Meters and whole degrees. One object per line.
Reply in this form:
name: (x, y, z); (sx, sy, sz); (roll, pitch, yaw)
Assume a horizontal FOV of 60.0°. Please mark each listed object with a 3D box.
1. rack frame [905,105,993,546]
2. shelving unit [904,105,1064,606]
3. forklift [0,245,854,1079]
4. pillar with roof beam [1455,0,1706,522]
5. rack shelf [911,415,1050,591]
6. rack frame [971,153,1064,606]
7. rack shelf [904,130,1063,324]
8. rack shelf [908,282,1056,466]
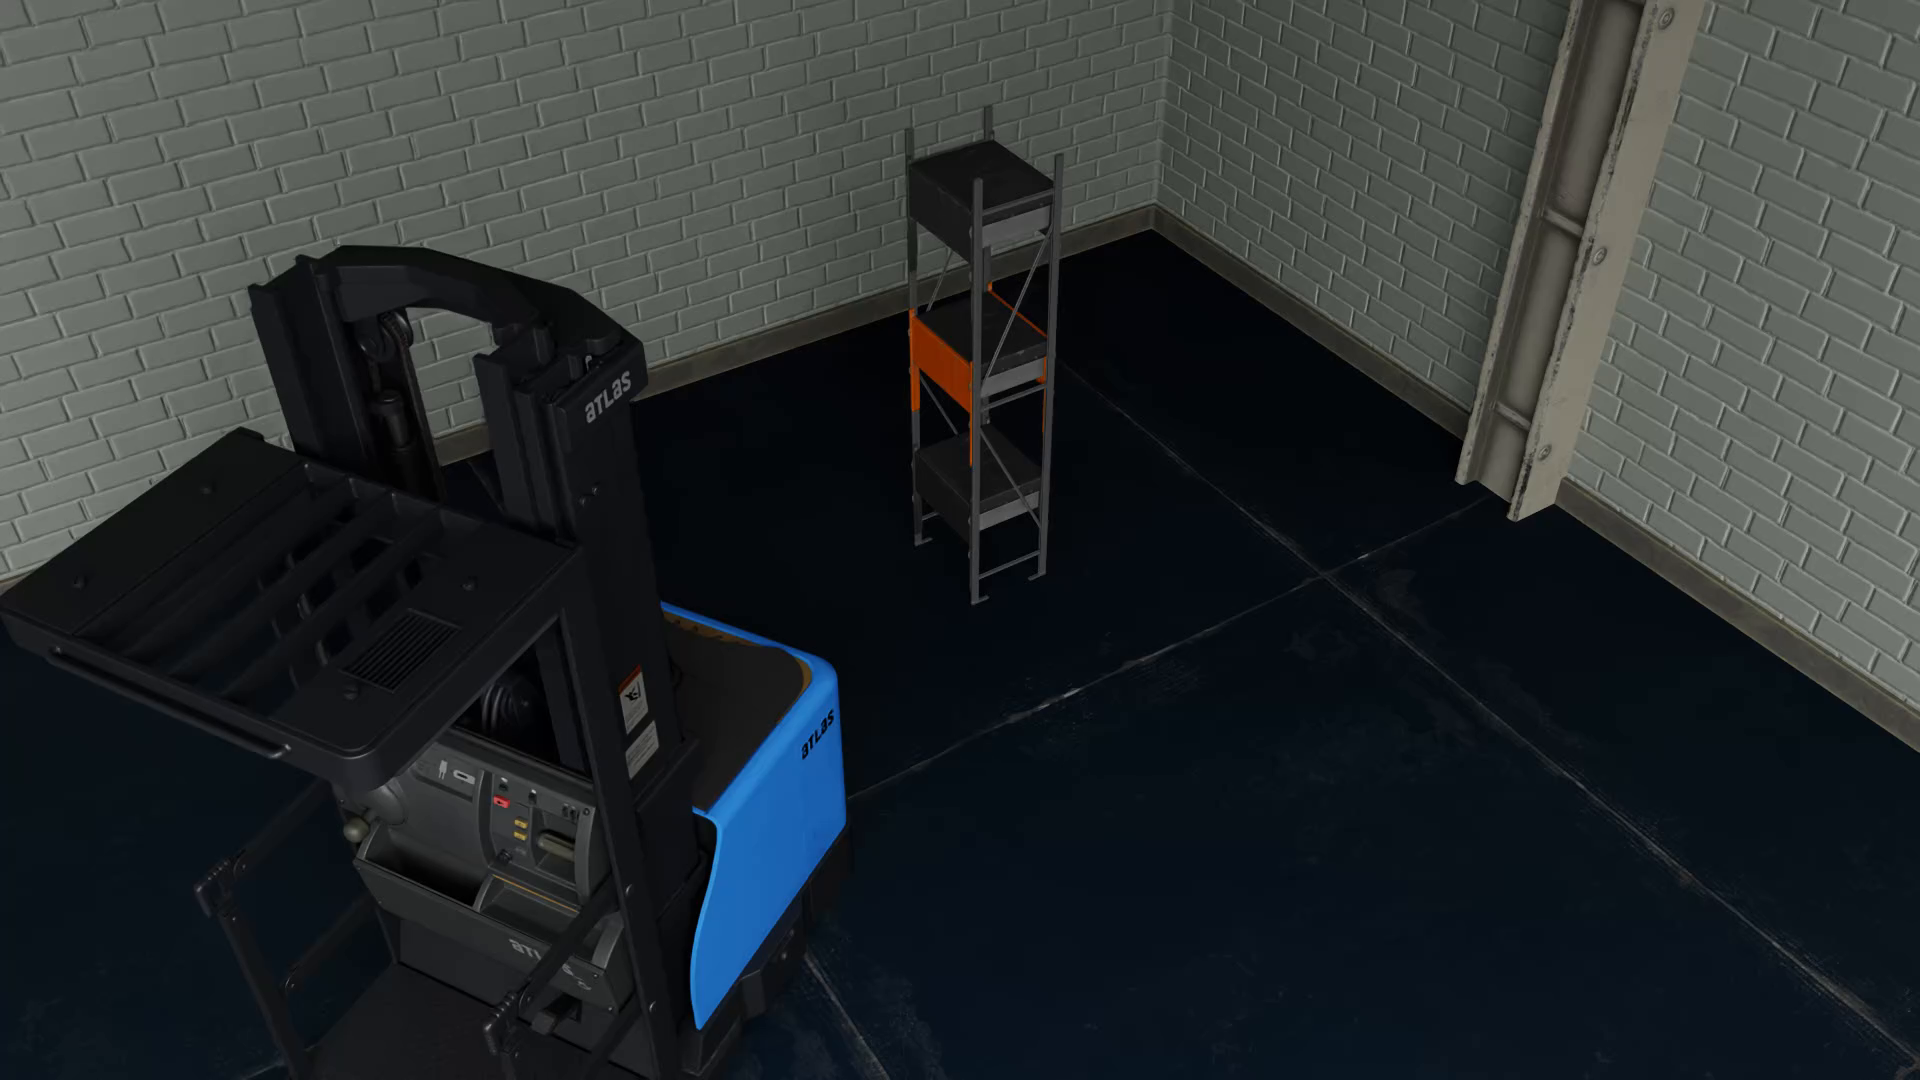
rack frame: (-0.042, -0.849, 7.189); (0.400, 2.100, 0.015); (-22, 45, -24)
shelving unit: (0.089, -0.717, 7.031); (0.431, 2.100, 0.503); (-22, 45, -24)
forklift: (-1.504, 0.824, 4.532); (1.130, 2.935, 3.031); (18, 43, 20)
pillar with roof beam: (-0.968, -2.220, 3.445); (9.100, 9.000, 0.400); (-22, 45, -24)
rack shelf: (0.089, -0.169, 7.488); (0.431, 0.518, 0.480); (-22, 45, -24)
rack frame: (0.220, -0.586, 6.873); (0.400, 2.100, 0.015); (-22, 45, -24)
rack shelf: (0.089, -1.245, 6.592); (0.431, 0.518, 0.480); (-22, 45, -24)
rack shelf: (0.089, -0.707, 7.040); (0.431, 0.518, 0.480); (-22, 45, -24)
